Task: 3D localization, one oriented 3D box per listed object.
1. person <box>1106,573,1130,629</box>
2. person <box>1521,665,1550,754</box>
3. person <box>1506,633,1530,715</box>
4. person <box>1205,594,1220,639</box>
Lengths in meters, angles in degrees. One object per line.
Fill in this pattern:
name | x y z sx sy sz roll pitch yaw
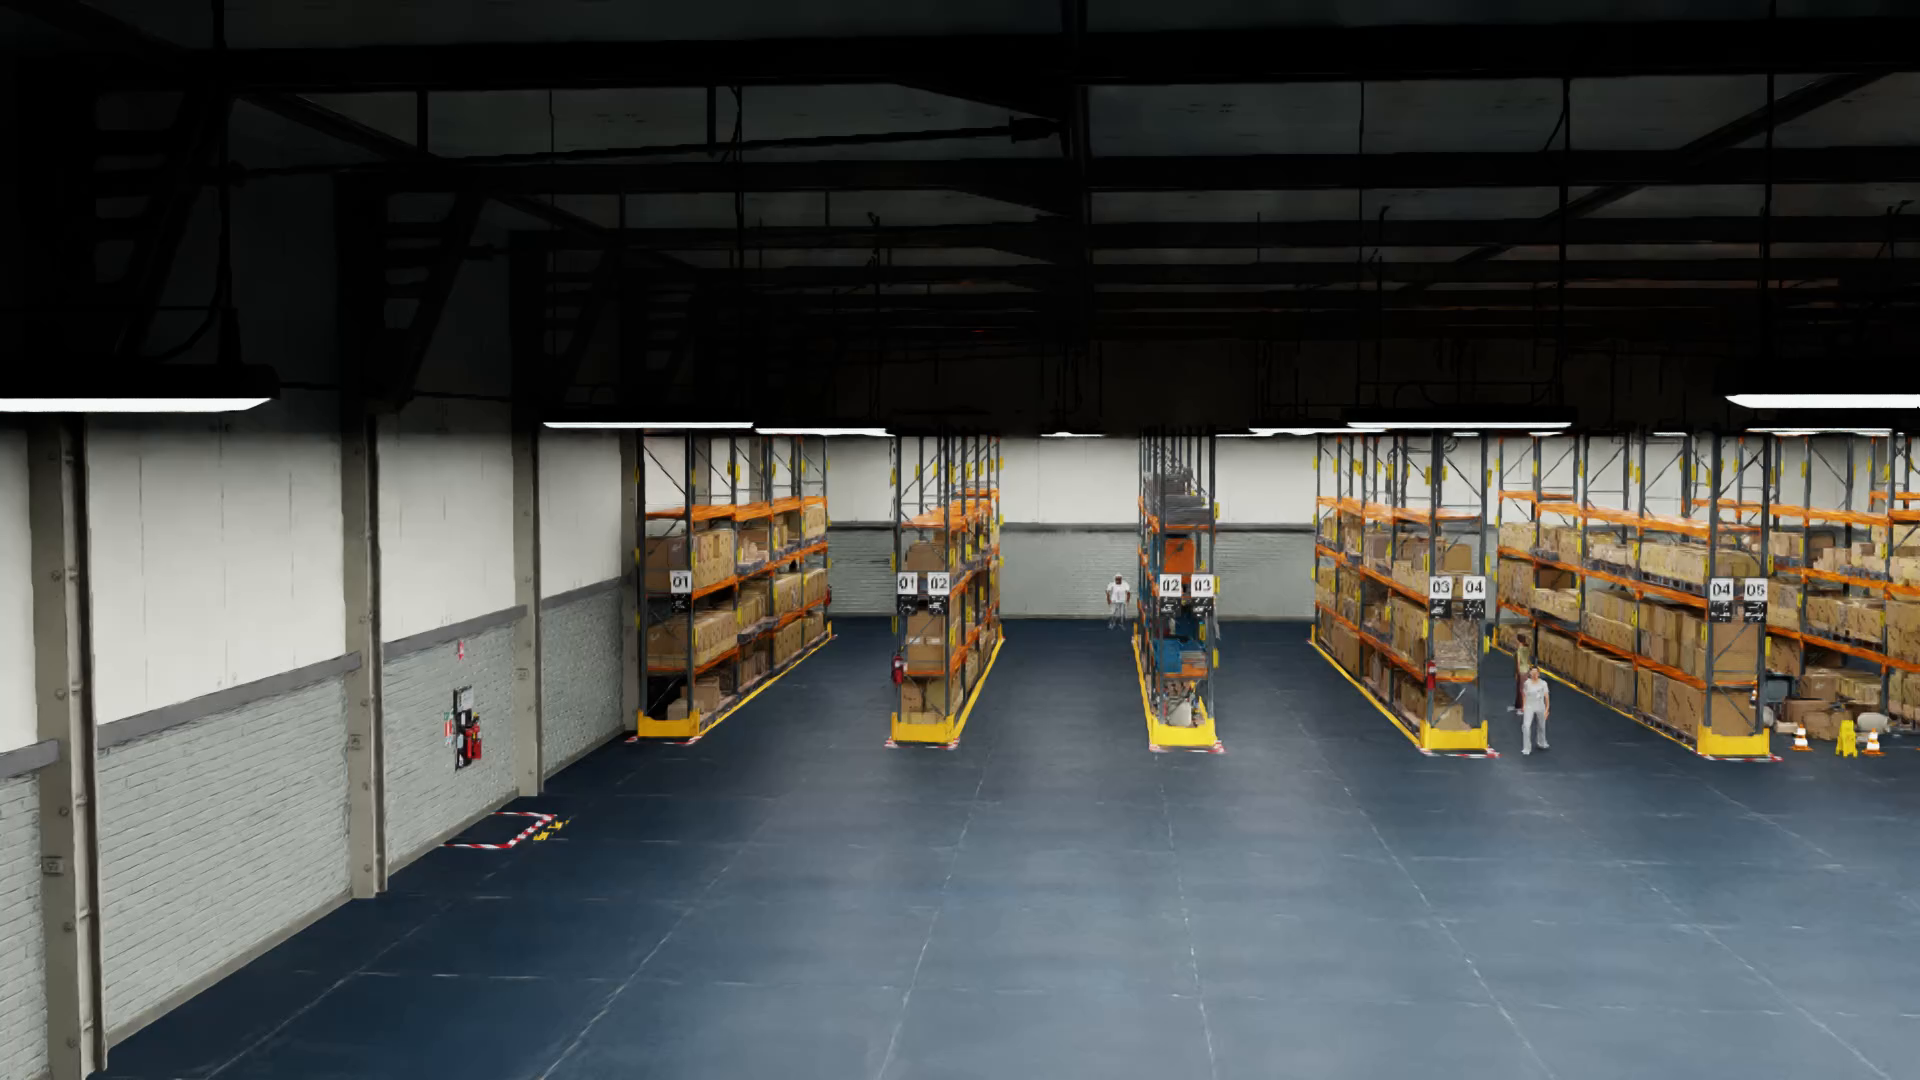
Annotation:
person | 4.758 1.831 50.042 0.719 1.714 0.578 0 3 4
person | 10.506 3.069 30.337 0.493 1.610 0.953 2 4 24
person | 11.634 2.767 34.573 0.569 1.668 0.560 2 4 35
person | 7.183 1.997 47.588 0.512 1.669 0.581 -1 4 -8
